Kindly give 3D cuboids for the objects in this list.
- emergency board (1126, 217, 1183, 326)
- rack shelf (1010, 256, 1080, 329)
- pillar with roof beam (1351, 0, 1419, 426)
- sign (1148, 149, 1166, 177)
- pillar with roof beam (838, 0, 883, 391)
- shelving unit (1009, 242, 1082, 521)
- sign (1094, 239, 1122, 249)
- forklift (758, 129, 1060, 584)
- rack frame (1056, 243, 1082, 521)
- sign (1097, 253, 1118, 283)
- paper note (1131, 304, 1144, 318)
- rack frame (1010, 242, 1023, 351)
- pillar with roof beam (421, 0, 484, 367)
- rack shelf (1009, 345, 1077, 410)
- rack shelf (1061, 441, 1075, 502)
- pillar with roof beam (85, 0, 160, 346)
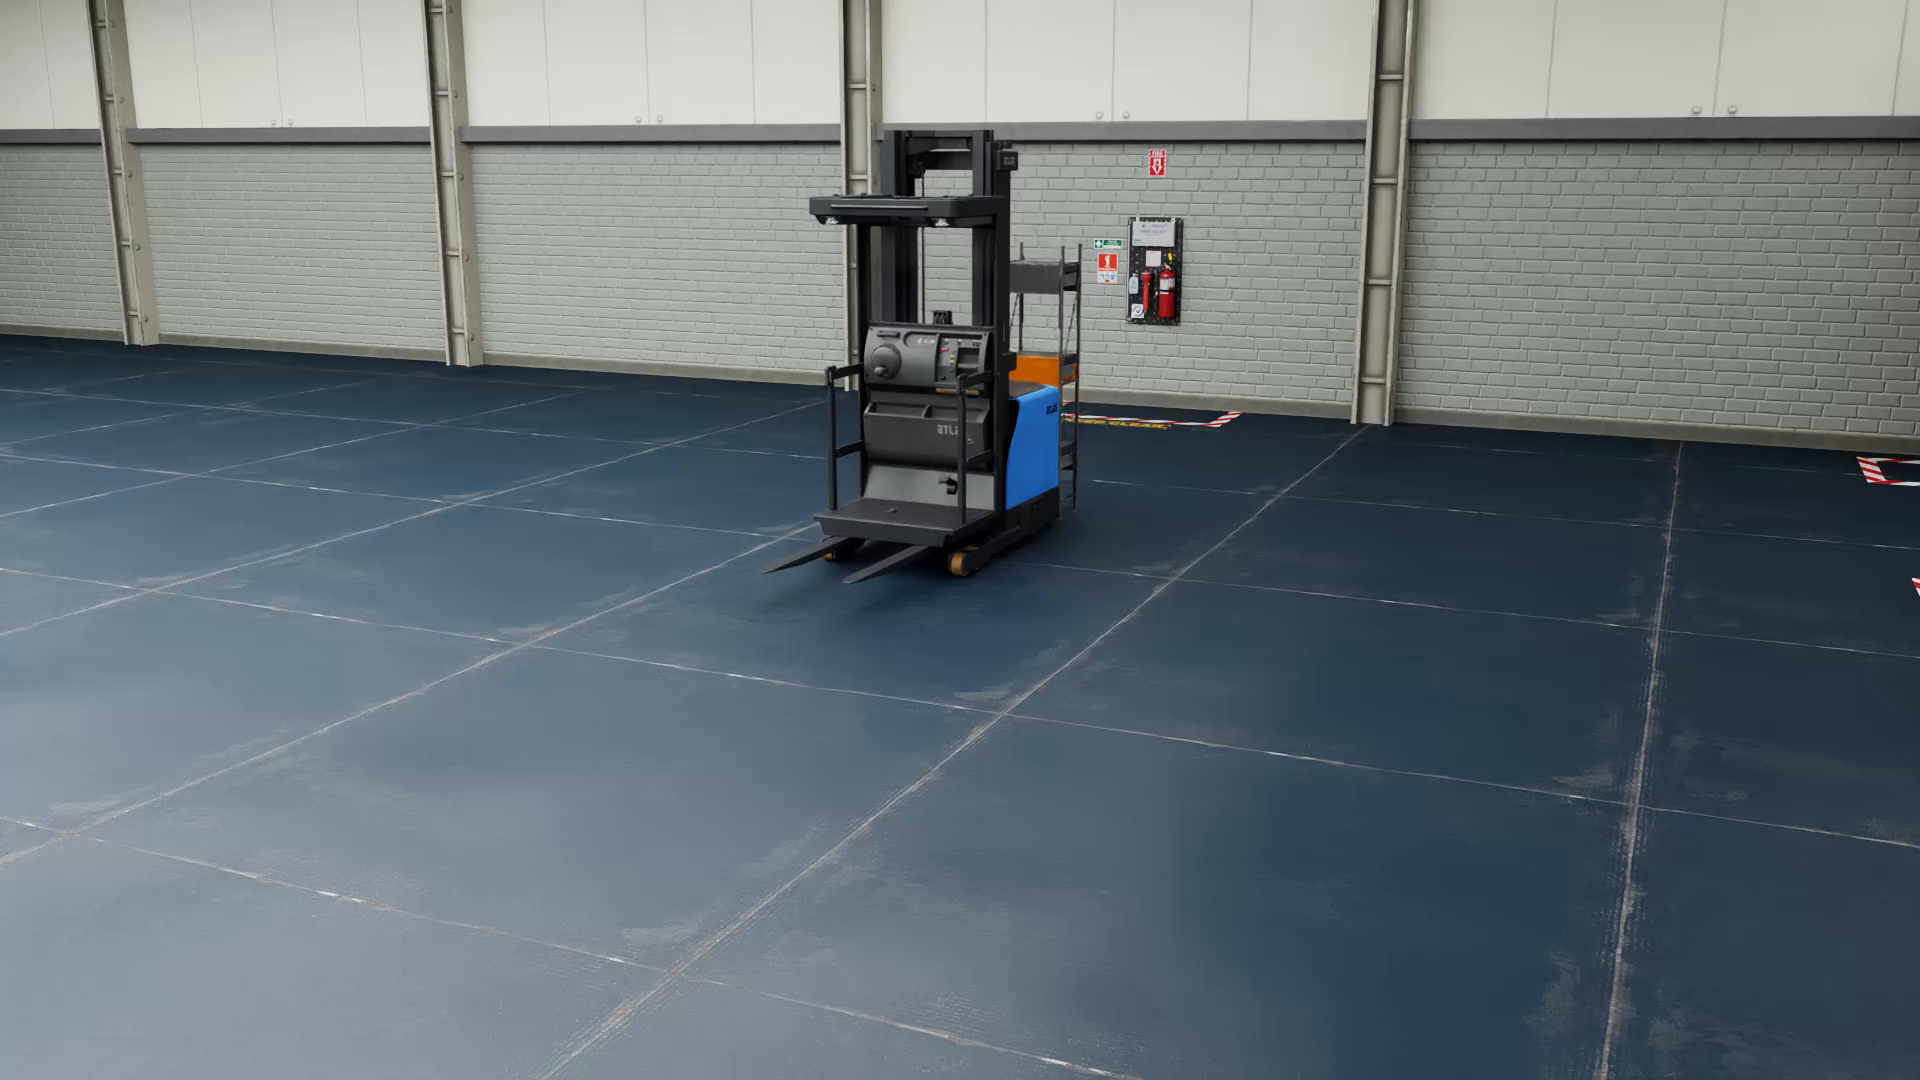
[{"bbox_3d":[2.106,-2.937,18.206,0.643,1.169,0.194,6,14,23],"label":"emergency board"},{"bbox_3d":[0.623,-1.904,12.762,0.480,0.518,0.431,6,14,24],"label":"rack shelf"},{"bbox_3d":[2.606,-4.722,12.680,0.400,9.000,9.100,6,14,23],"label":"pillar with roof beam"},{"bbox_3d":[2.139,-4.087,18.033,0.199,0.298,0.001,6,14,23],"label":"sign"},{"bbox_3d":[-2.880,-5.277,15.046,0.400,9.000,9.100,6,14,23],"label":"pillar with roof beam"},{"bbox_3d":[0.620,-1.235,12.914,0.503,2.100,0.431,6,14,24],"label":"shelving unit"},{"bbox_3d":[1.643,-3.283,18.441,0.331,0.109,0.001,6,14,23],"label":"sign"},{"bbox_3d":[-0.323,-1.292,11.346,1.130,2.935,3.031,6,15,24],"label":"forklift"},{"bbox_3d":[0.841,-1.211,12.814,0.015,2.100,0.400,6,14,24],"label":"rack frame"},{"bbox_3d":[1.642,-3.027,18.512,0.234,0.329,0.001,6,14,23],"label":"sign"},{"bbox_3d":[1.972,-2.539,18.438,0.142,0.148,0.016,6,14,23],"label":"paper note"},{"bbox_3d":[0.399,-1.259,13.015,0.015,2.100,0.400,6,14,24],"label":"rack frame"},{"bbox_3d":[-8.365,-5.832,17.412,0.400,9.000,9.100,6,14,23],"label":"pillar with roof beam"},{"bbox_3d":[0.620,-1.222,12.917,0.480,0.518,0.431,6,14,24],"label":"rack shelf"},{"bbox_3d":[0.618,-0.539,13.072,0.480,0.518,0.431,6,14,24],"label":"rack shelf"},{"bbox_3d":[-13.851,-6.388,19.778,0.400,9.000,9.100,6,14,23],"label":"pillar with roof beam"}]
